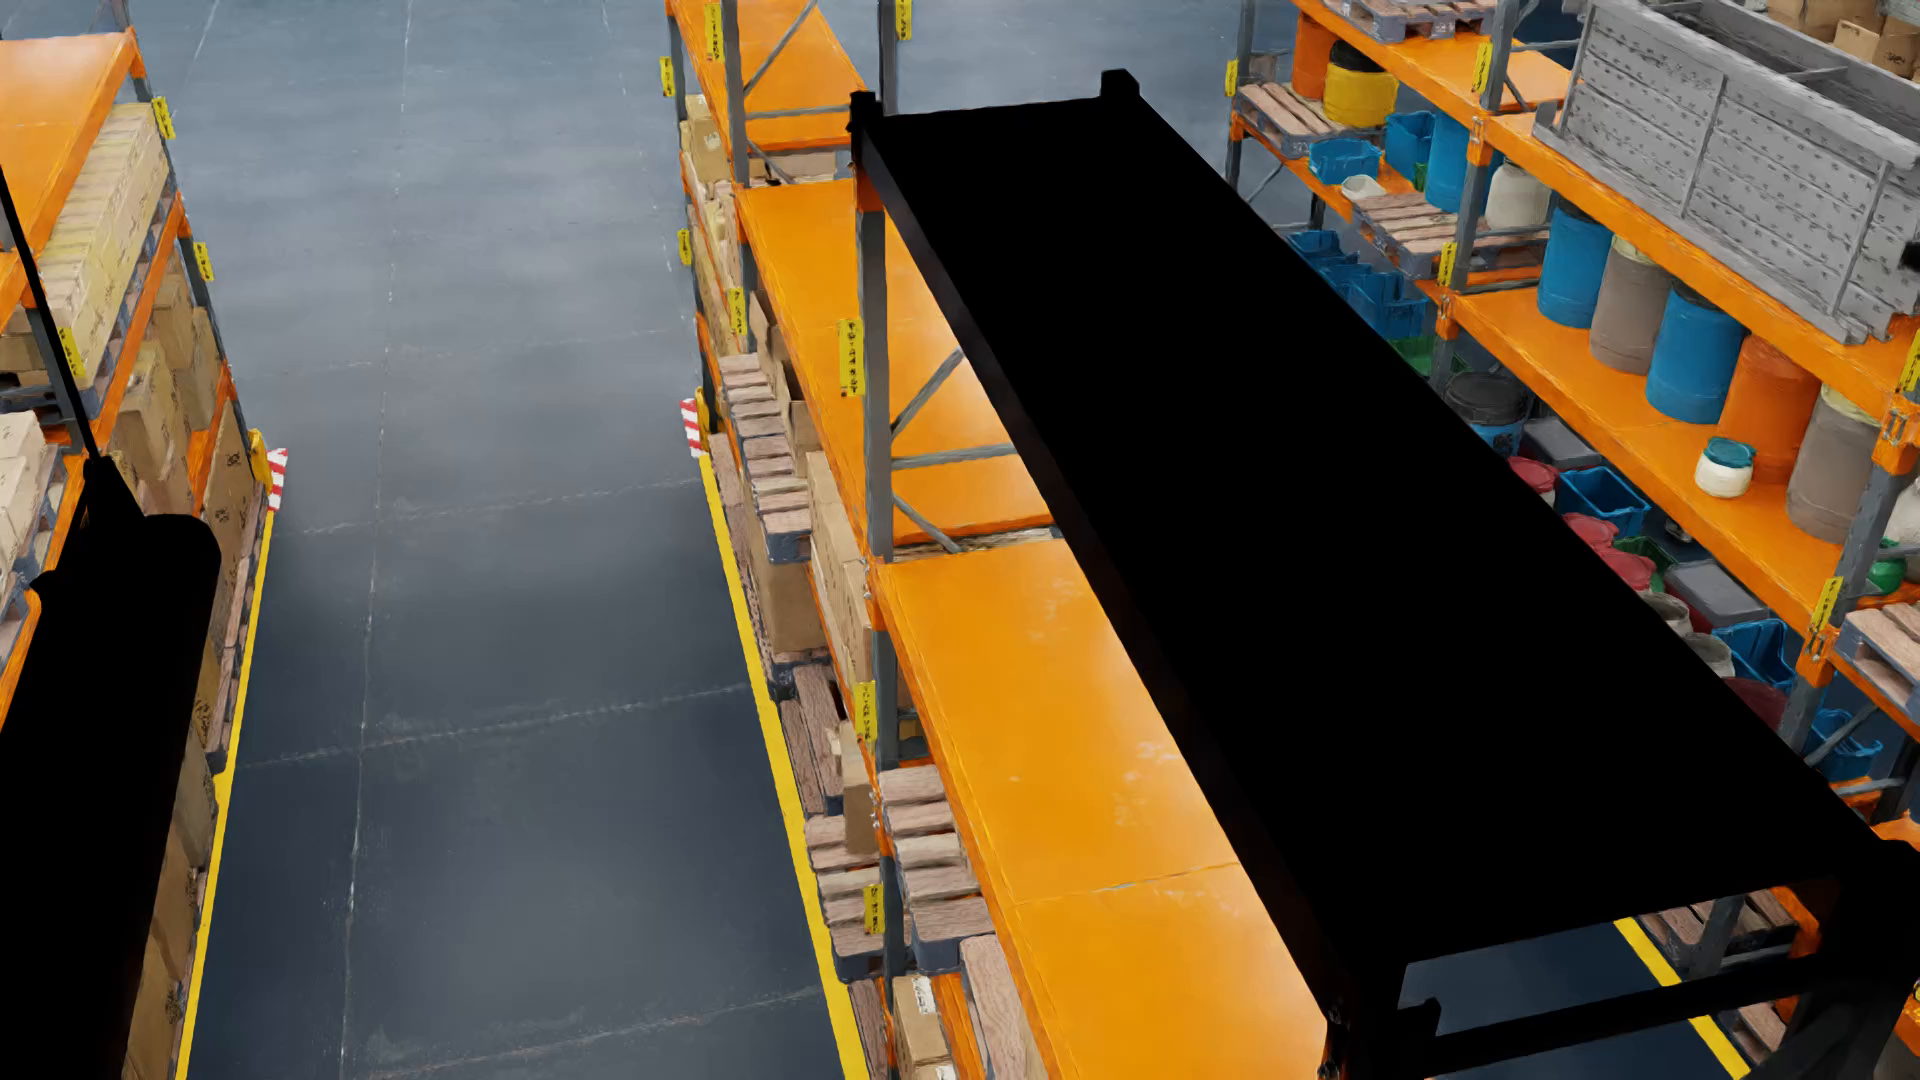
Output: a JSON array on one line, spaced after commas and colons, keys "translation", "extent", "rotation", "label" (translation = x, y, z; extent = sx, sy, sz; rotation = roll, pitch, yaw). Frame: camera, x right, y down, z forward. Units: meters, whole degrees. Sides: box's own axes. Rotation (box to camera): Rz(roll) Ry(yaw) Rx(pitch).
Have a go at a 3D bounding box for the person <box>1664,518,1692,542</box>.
[{"translation": [6.145, -0.932, 13.958], "extent": [0.532, 1.659, 1.032], "rotation": [-3, 35, -4], "label": "person"}]
